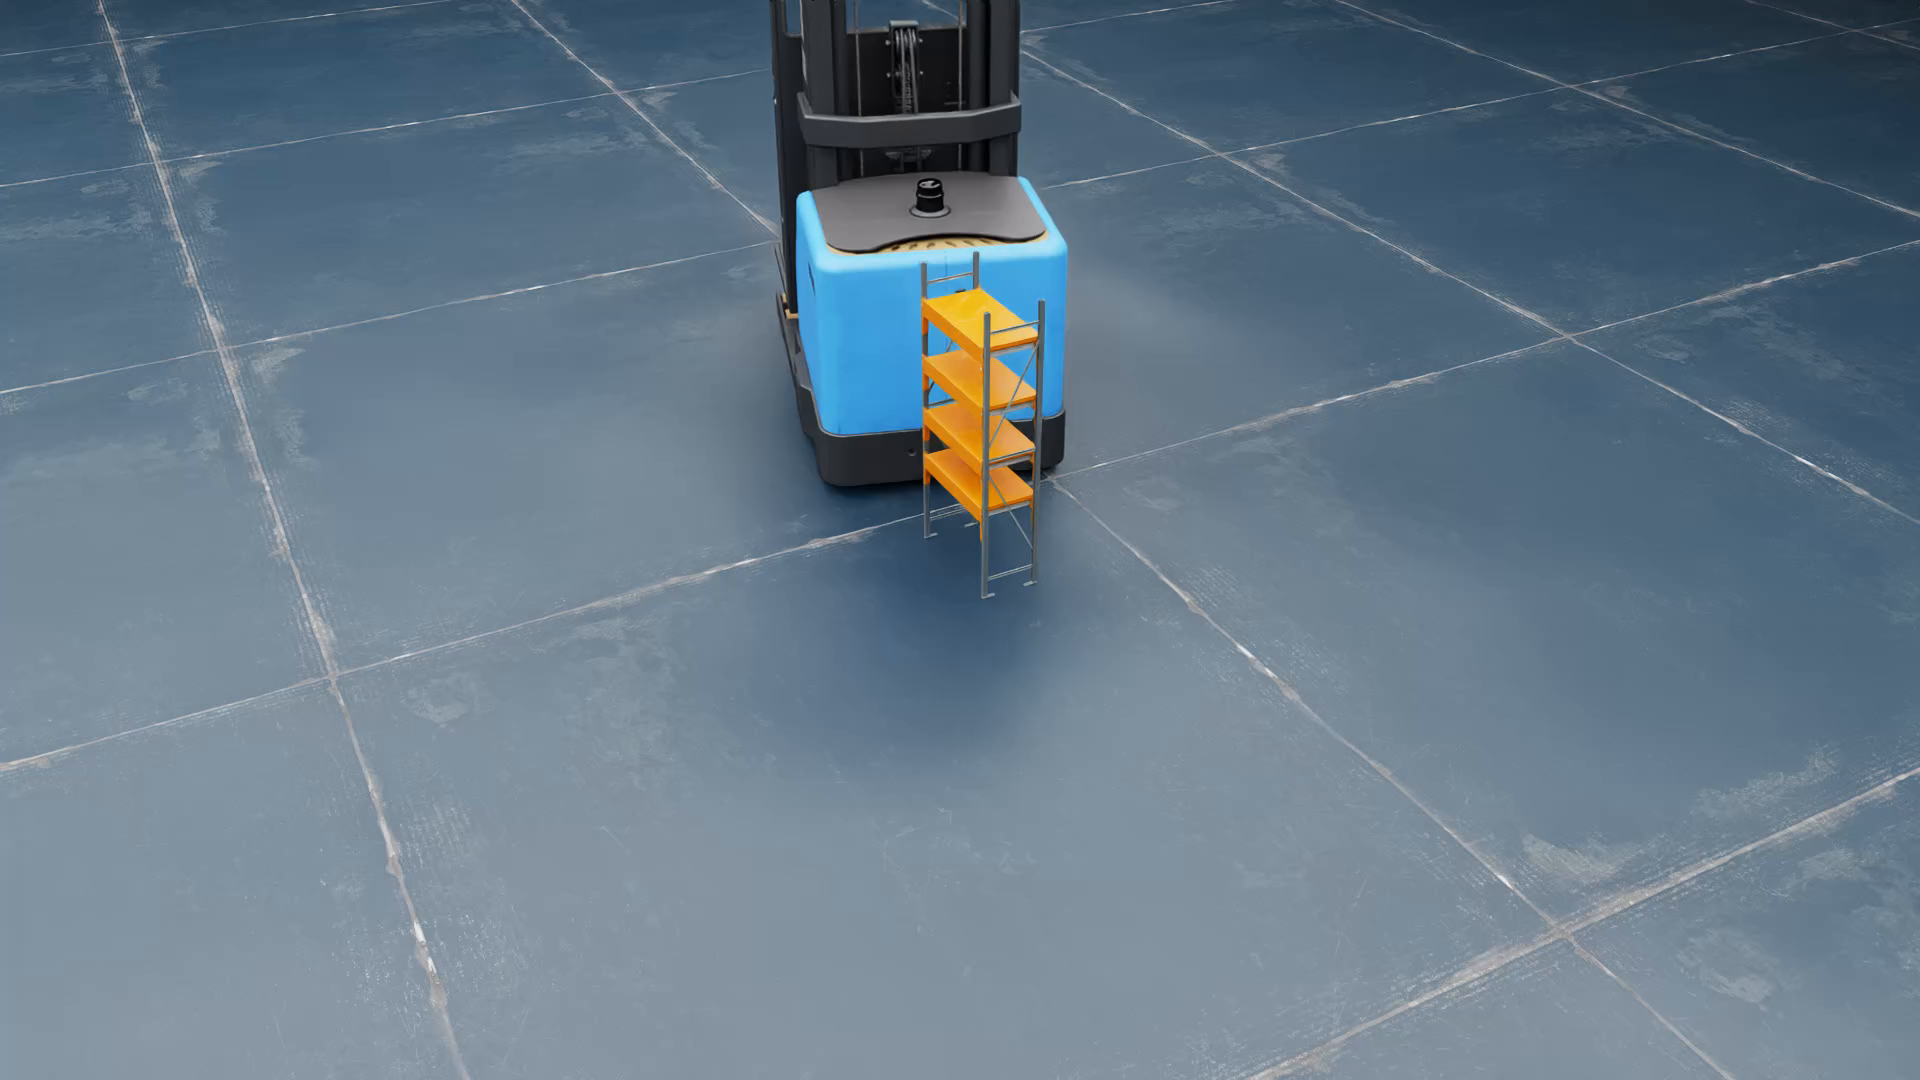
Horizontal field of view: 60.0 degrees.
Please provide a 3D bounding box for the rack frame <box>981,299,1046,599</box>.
[{"bbox_3d":[0.191,-0.310,6.121,0.240,1.200,0.015,-16,36,-23],"label":"rack frame"}]

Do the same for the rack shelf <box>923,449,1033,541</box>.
[{"bbox_3d":[0.077,-0.202,6.446,0.258,0.148,0.480,-16,36,-23],"label":"rack shelf"}]

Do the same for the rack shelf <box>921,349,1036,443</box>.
[{"bbox_3d":[0.077,-0.558,6.219,0.258,0.148,0.480,-16,36,-23],"label":"rack shelf"}]

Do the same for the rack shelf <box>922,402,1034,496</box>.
[{"bbox_3d":[0.077,-0.370,6.339,0.258,0.148,0.480,-16,36,-23],"label":"rack shelf"}]

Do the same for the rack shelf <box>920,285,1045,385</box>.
[{"bbox_3d":[0.077,-0.757,6.091,0.258,0.148,0.480,-16,36,-23],"label":"rack shelf"}]

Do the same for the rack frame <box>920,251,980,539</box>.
[{"bbox_3d":[-0.037,-0.543,6.485,0.240,1.200,0.015,-16,36,-23],"label":"rack frame"}]

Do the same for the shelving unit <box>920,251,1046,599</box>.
[{"bbox_3d":[0.077,-0.426,6.303,0.258,1.200,0.503,-16,36,-23],"label":"shelving unit"}]

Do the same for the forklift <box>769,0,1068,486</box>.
[{"bbox_3d":[-0.324,-2.243,7.533,1.130,2.935,3.031,-6,33,-9],"label":"forklift"}]
